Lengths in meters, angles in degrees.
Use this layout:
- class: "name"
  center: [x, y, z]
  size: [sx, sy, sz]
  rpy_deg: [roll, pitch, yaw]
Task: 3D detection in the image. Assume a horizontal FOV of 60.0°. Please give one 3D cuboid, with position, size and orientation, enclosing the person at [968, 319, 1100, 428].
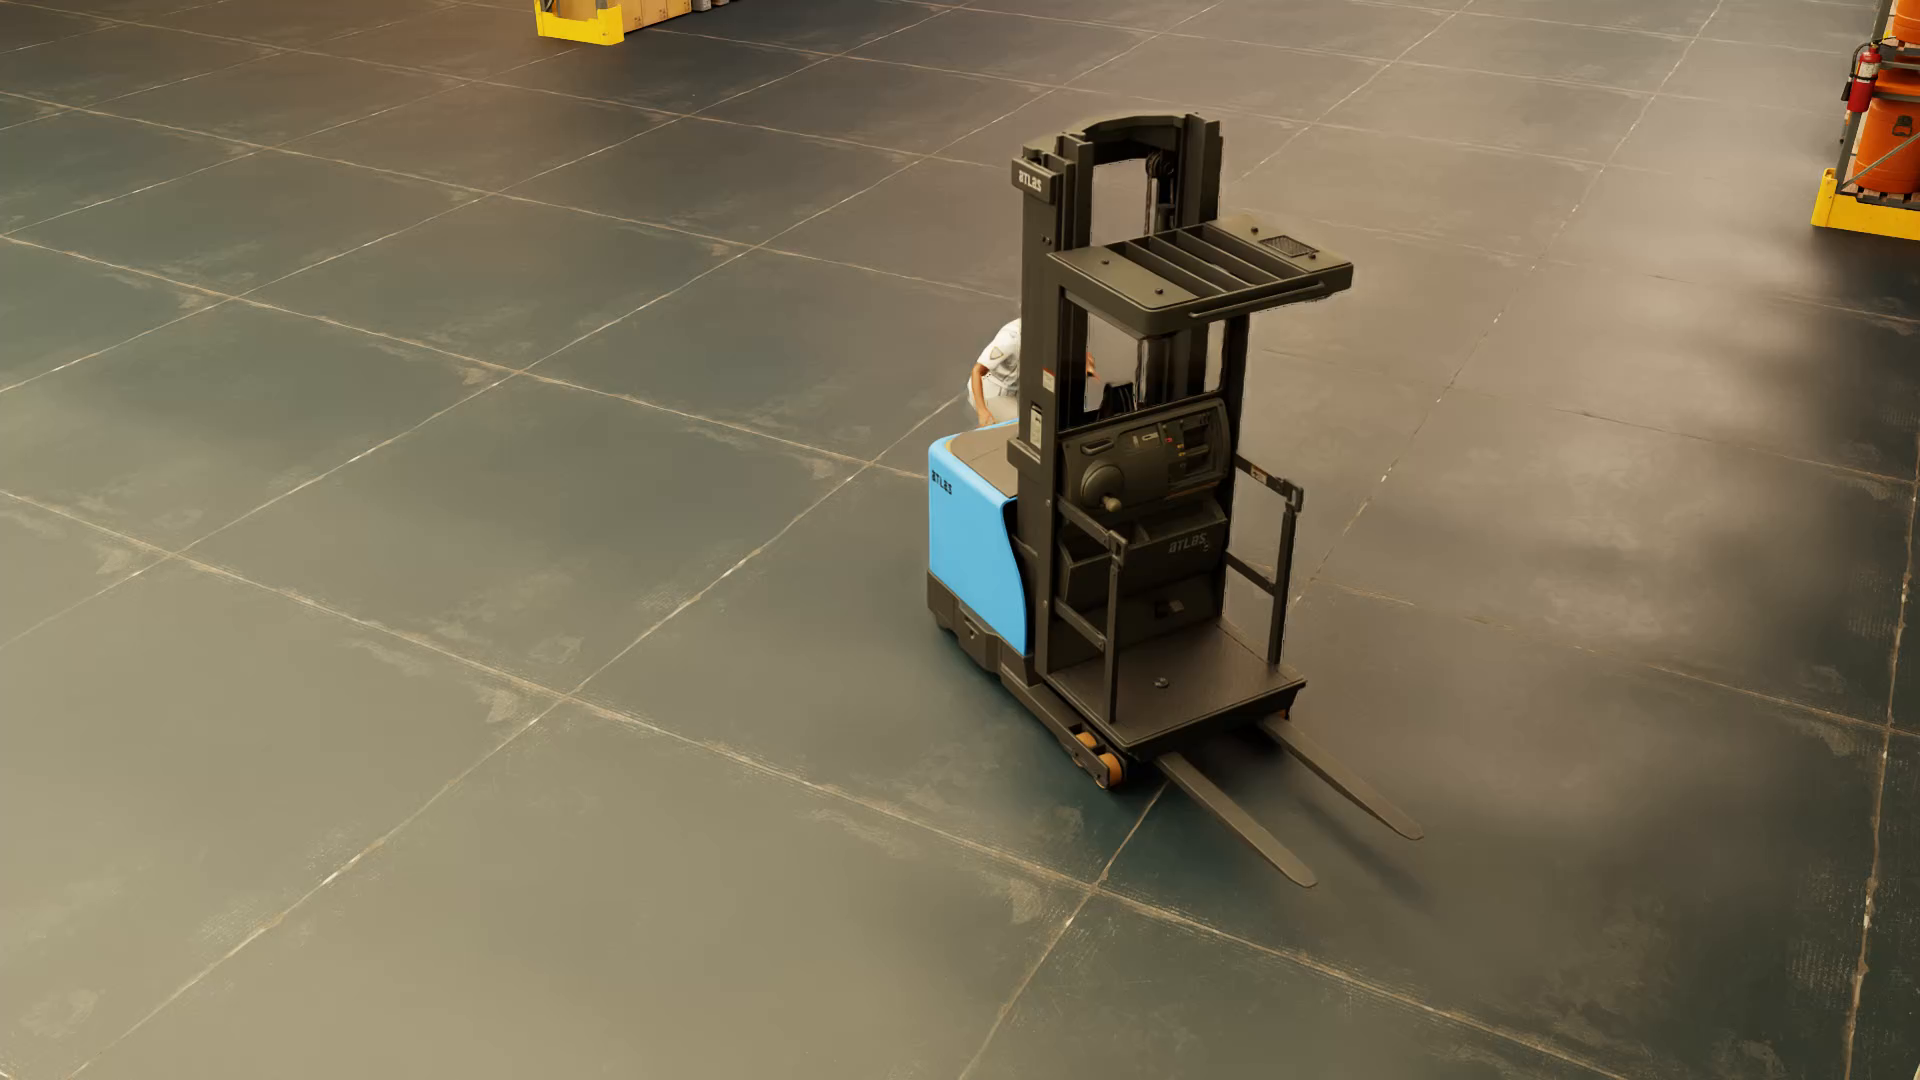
- class: "person"
  center: [0.377, -0.750, 9.893]
  size: [0.848, 1.432, 0.899]
  rpy_deg: [17, 34, 27]

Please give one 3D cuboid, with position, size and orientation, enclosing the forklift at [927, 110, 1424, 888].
- class: "forklift"
  center: [0.992, -0.347, 7.672]
  size: [1.130, 2.935, 3.031]
  rpy_deg: [-16, 34, -26]
